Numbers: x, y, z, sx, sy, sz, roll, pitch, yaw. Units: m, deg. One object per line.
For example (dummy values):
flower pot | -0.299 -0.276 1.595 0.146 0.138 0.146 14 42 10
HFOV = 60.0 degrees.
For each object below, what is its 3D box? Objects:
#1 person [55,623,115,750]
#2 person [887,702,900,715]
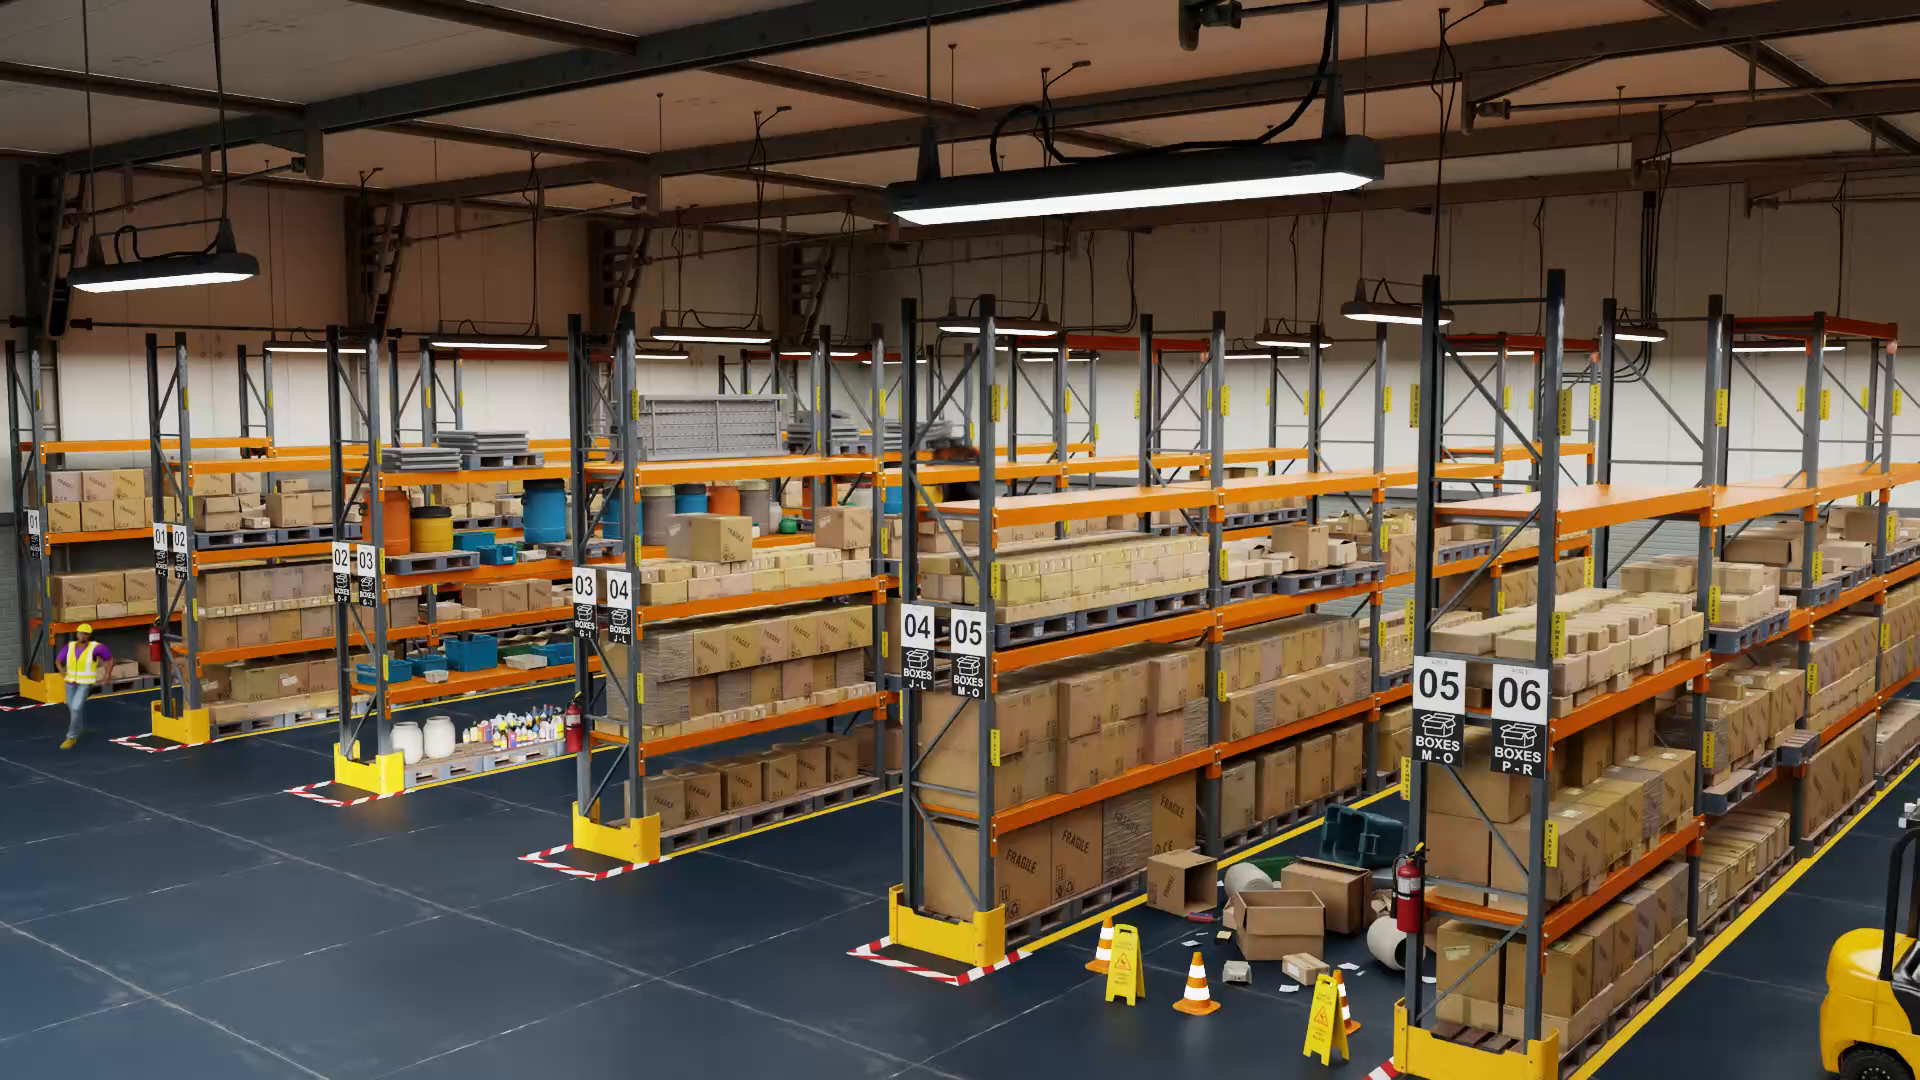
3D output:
person | -12.808 2.098 24.258 0.766 1.774 0.855 0 5 -3
person | -0.966 2.077 24.787 0.568 1.677 0.942 4 6 37
